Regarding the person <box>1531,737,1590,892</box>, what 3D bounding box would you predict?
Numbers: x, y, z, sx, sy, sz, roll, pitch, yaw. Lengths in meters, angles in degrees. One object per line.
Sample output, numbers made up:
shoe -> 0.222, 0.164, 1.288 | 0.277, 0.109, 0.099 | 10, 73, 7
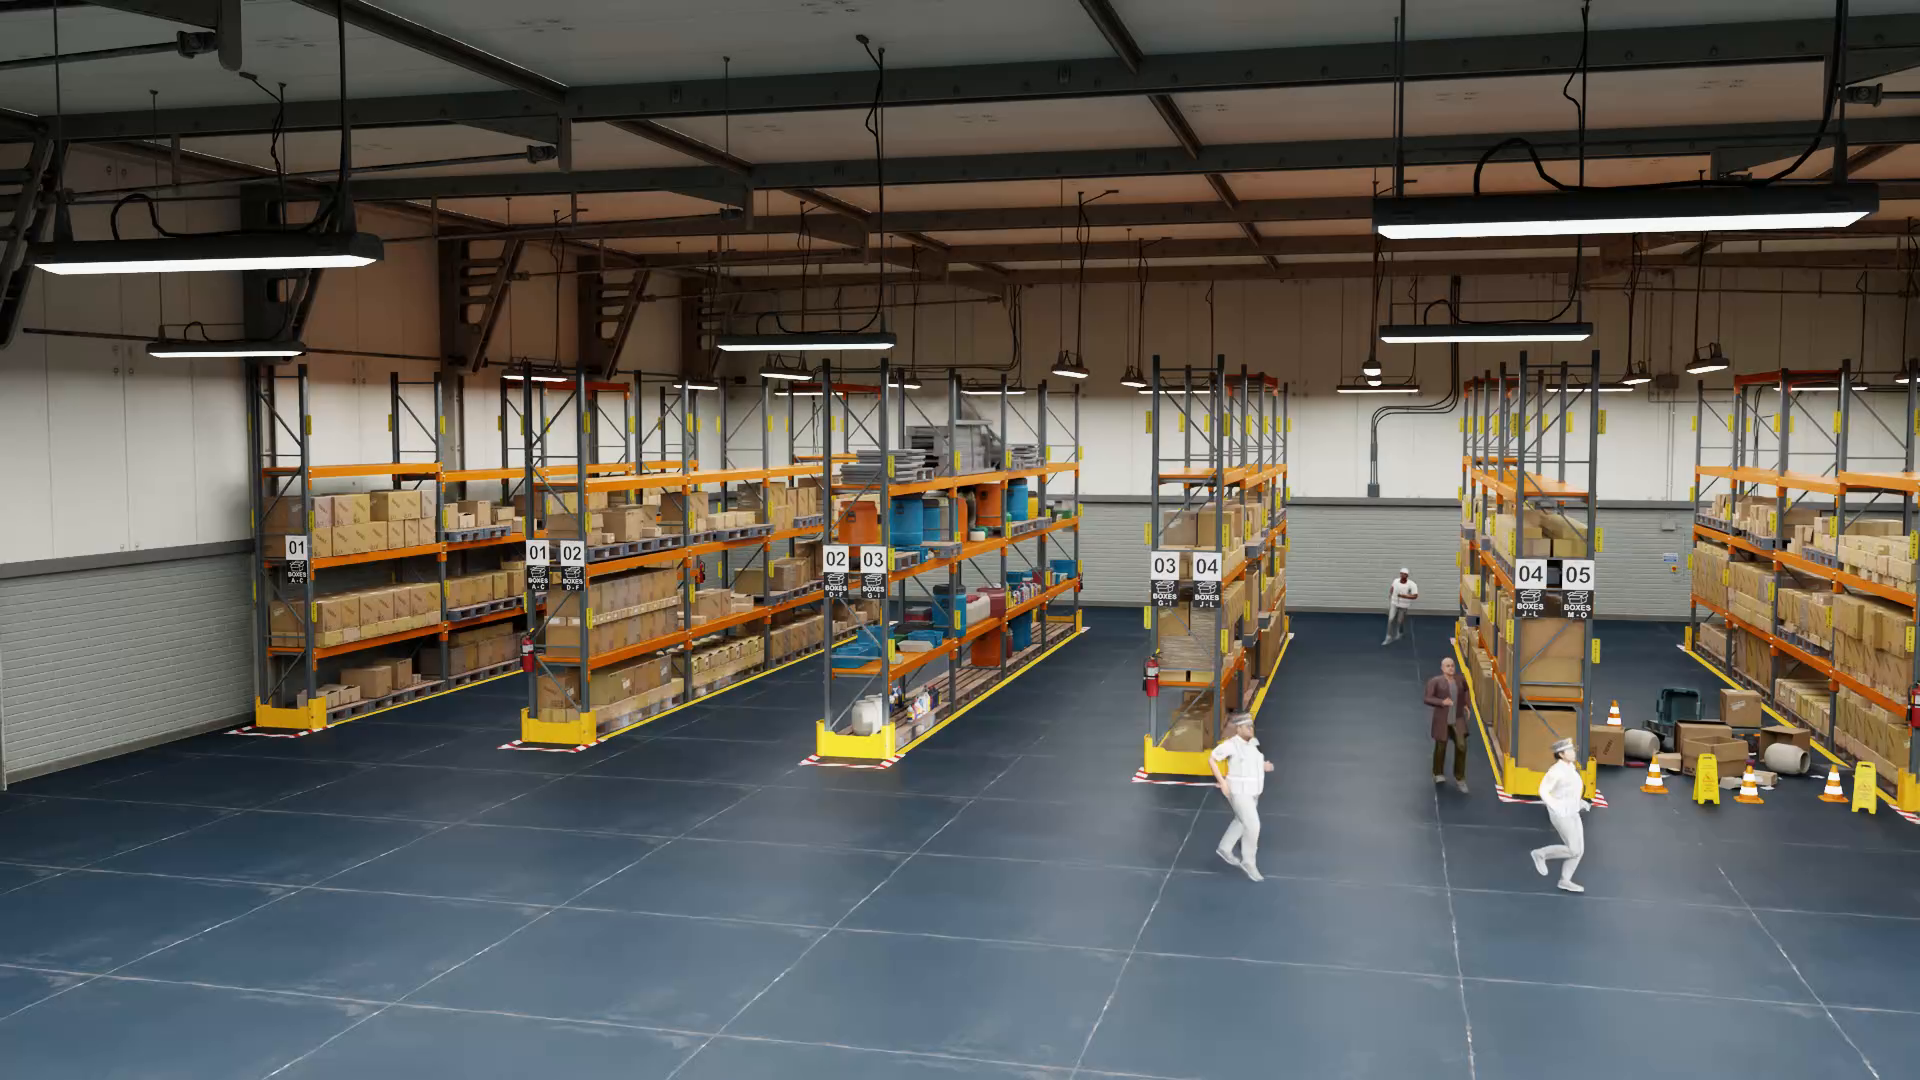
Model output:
person -> 6.487, 2.939, 17.943 | 0.567, 1.651, 0.629 | 4, 5, 44

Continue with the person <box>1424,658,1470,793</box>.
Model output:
person -> 6.724, 2.536, 22.893 | 0.716, 1.840, 0.798 | 0, 4, -1

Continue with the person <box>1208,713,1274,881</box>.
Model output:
person -> 3.158, 2.841, 18.563 | 0.798, 1.849, 0.637 | 4, 5, 43

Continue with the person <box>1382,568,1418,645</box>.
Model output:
person -> 10.136, 1.519, 38.040 | 0.712, 1.780, 0.883 | 3, 5, 35
